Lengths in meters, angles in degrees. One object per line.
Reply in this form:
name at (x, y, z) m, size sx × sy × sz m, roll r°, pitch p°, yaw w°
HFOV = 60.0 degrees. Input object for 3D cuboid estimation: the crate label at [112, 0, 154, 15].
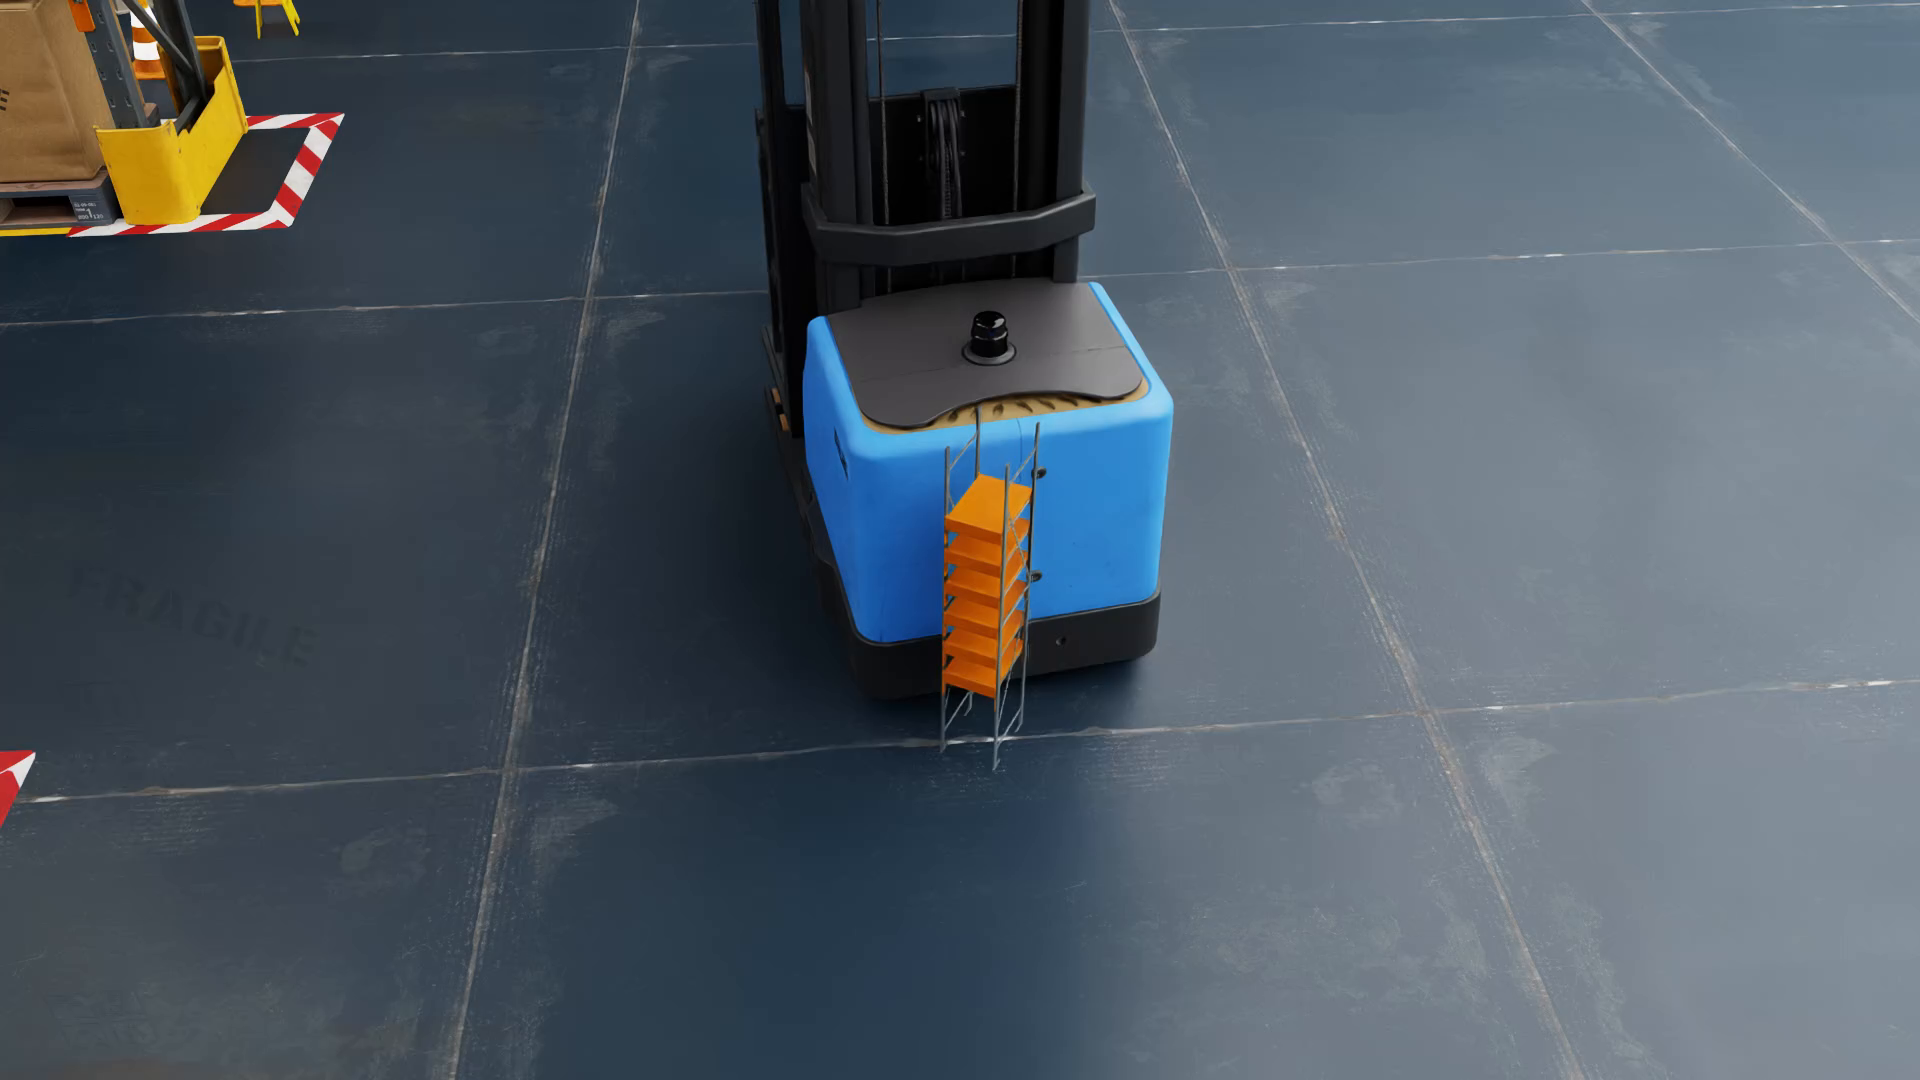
crate label at (-5.237, -3.453, 10.516) m, size 0.298 × 0.136 × 0.250 m, roll -24°, pitch 44°, yaw -27°

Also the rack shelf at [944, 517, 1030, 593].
rack shelf at (0.086, 0.022, 4.934) m, size 0.180 × 0.103 × 0.258 m, roll 16°, pitch 41°, yaw 18°

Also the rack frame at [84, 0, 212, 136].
rack frame at (-4.043, -3.096, 7.752) m, size 0.127 × 3.000 × 1.000 m, roll -3°, pitch 38°, yaw -4°

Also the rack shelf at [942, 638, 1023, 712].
rack shelf at (0.077, 0.399, 5.231) m, size 0.180 × 0.103 × 0.258 m, roll 16°, pitch 41°, yaw 18°

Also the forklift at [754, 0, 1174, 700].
forklift at (-0.178, -1.542, 5.839) m, size 1.130 × 2.935 × 3.031 m, roll -9°, pitch 39°, yaw -11°

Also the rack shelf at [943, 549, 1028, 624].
rack shelf at (0.084, 0.116, 5.008) m, size 0.180 × 0.103 × 0.258 m, roll 16°, pitch 41°, yaw 18°

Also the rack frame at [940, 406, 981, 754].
rack frame at (-0.001, 0.151, 5.084) m, size 0.006 × 1.200 × 0.240 m, roll 16°, pitch 41°, yaw 18°

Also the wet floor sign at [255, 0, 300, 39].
wet floor sign at (-4.189, -3.395, 10.032) m, size 0.232 × 0.644 × 0.267 m, roll -9°, pitch 39°, yaw -12°

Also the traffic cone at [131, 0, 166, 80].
traffic cone at (-4.698, -2.947, 9.611) m, size 0.334 × 0.463 × 0.336 m, roll -3°, pitch 38°, yaw -4°

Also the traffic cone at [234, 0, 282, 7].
traffic cone at (-4.459, -3.663, 10.519) m, size 0.334 × 0.463 × 0.336 m, roll -3°, pitch 38°, yaw -4°

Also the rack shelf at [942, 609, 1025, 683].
rack shelf at (0.079, 0.304, 5.157) m, size 0.180 × 0.103 × 0.258 m, roll 16°, pitch 41°, yaw 18°

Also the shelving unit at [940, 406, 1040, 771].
shelving unit at (0.082, 0.175, 5.055) m, size 0.189 × 1.200 × 0.258 m, roll 16°, pitch 41°, yaw 18°

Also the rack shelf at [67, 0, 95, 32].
rack shelf at (-6.035, -2.704, 7.836) m, size 4.000 × 0.370 × 1.077 m, roll -3°, pitch 38°, yaw -4°

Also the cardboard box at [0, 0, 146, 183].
cardboard box at (-4.713, -2.349, 8.181) m, size 0.875 × 0.875 × 0.875 m, roll -3°, pitch 38°, yaw -4°

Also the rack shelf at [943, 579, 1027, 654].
rack shelf at (0.081, 0.210, 5.083) m, size 0.180 × 0.103 × 0.258 m, roll 16°, pitch 41°, yaw 18°

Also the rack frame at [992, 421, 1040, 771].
rack frame at (0.166, 0.200, 5.027) m, size 0.006 × 1.200 × 0.240 m, roll 16°, pitch 41°, yaw 18°

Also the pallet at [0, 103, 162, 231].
pallet at (-4.832, -1.909, 8.499) m, size 1.213 × 0.211 × 1.003 m, roll -3°, pitch 38°, yaw -4°

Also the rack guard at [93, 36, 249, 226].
rack guard at (-4.019, -2.116, 8.528) m, size 0.348 × 0.500 × 1.175 m, roll -3°, pitch 38°, yaw -4°

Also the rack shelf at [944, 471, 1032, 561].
rack shelf at (0.088, -0.073, 4.860) m, size 0.180 × 0.103 × 0.258 m, roll 16°, pitch 41°, yaw 18°
